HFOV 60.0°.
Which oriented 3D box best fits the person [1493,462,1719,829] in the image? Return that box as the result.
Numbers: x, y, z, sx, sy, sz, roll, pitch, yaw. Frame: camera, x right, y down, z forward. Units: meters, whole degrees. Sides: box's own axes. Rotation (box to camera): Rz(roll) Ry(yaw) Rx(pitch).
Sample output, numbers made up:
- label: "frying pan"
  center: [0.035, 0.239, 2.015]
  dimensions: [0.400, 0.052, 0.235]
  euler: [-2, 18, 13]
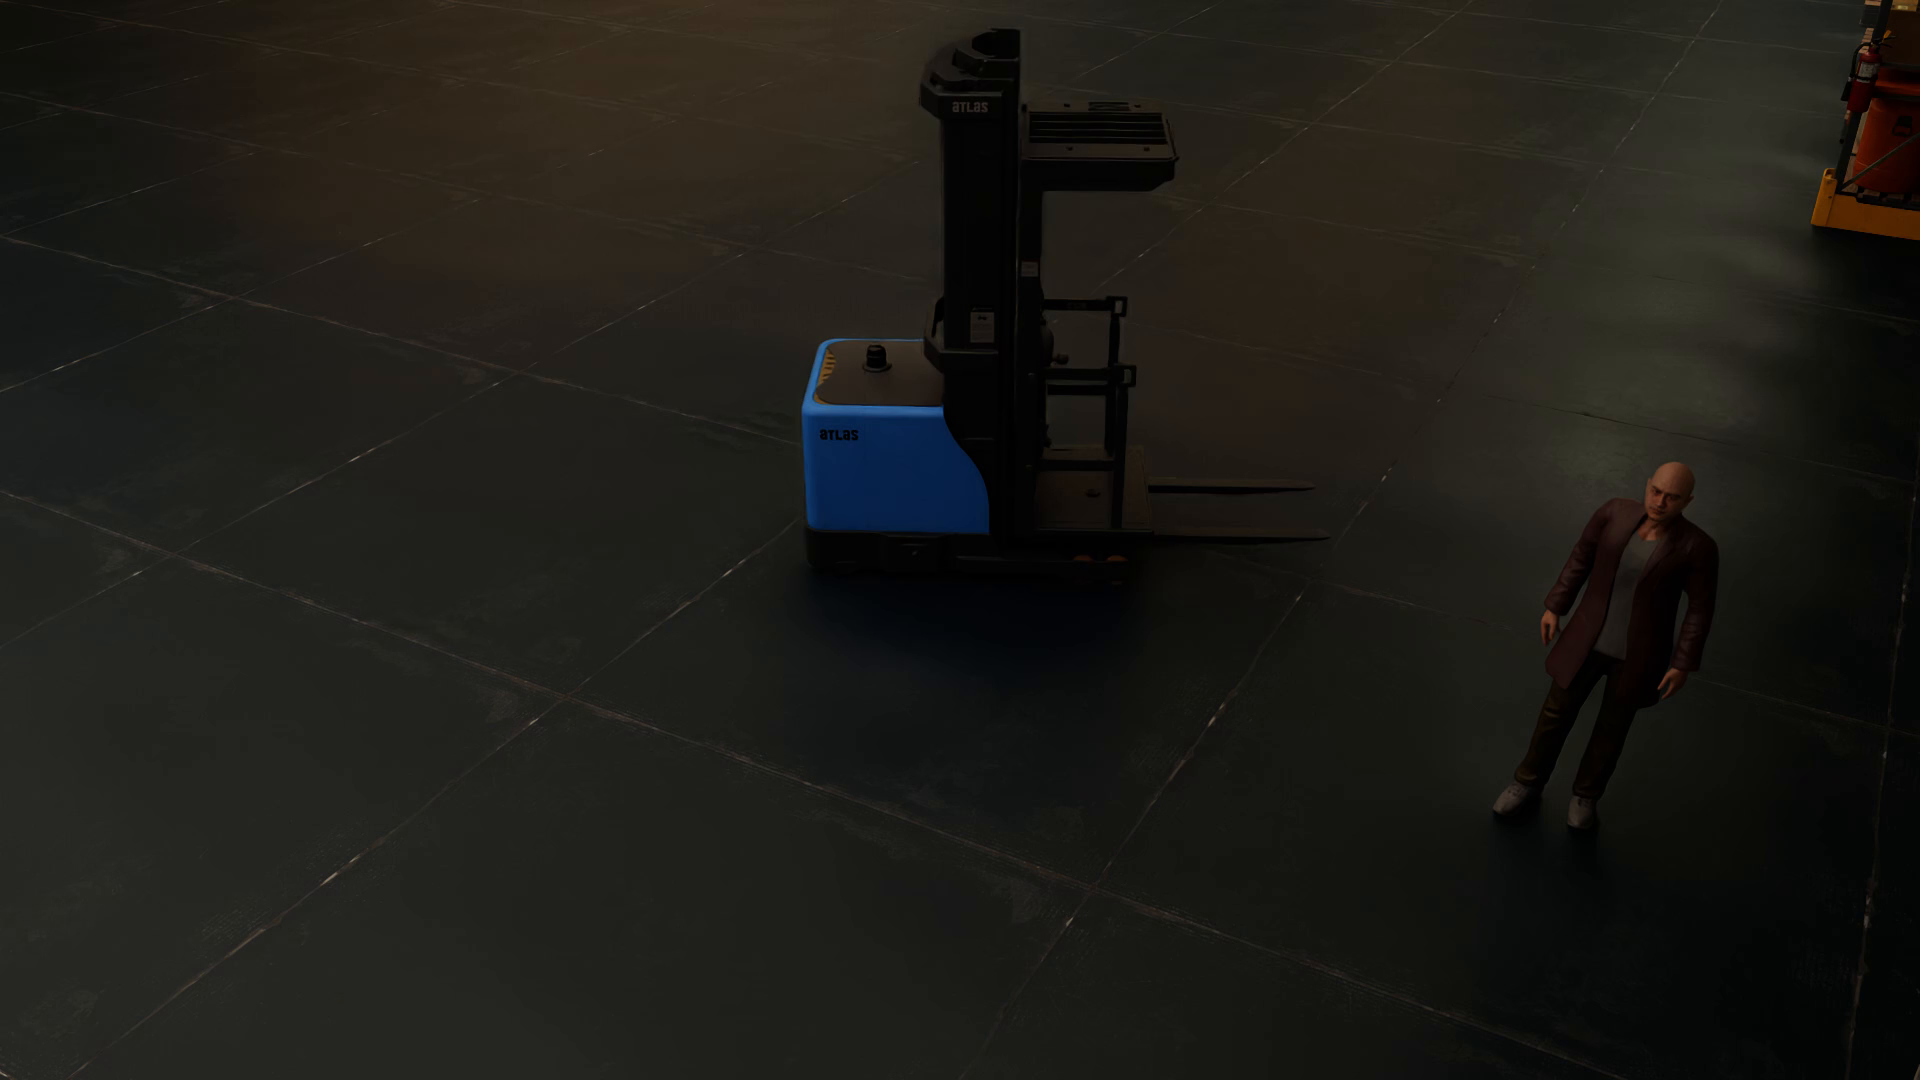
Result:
- label: "person"
  center: [2.874, 0.499, 7.351]
  dimensions: [0.709, 1.781, 0.580]
  euler: [22, 37, 33]

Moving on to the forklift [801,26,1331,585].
- label: "forklift"
  center: [0.636, -1.284, 9.296]
  dimensions: [3.031, 2.935, 1.130]
  euler: [1, 30, 2]
